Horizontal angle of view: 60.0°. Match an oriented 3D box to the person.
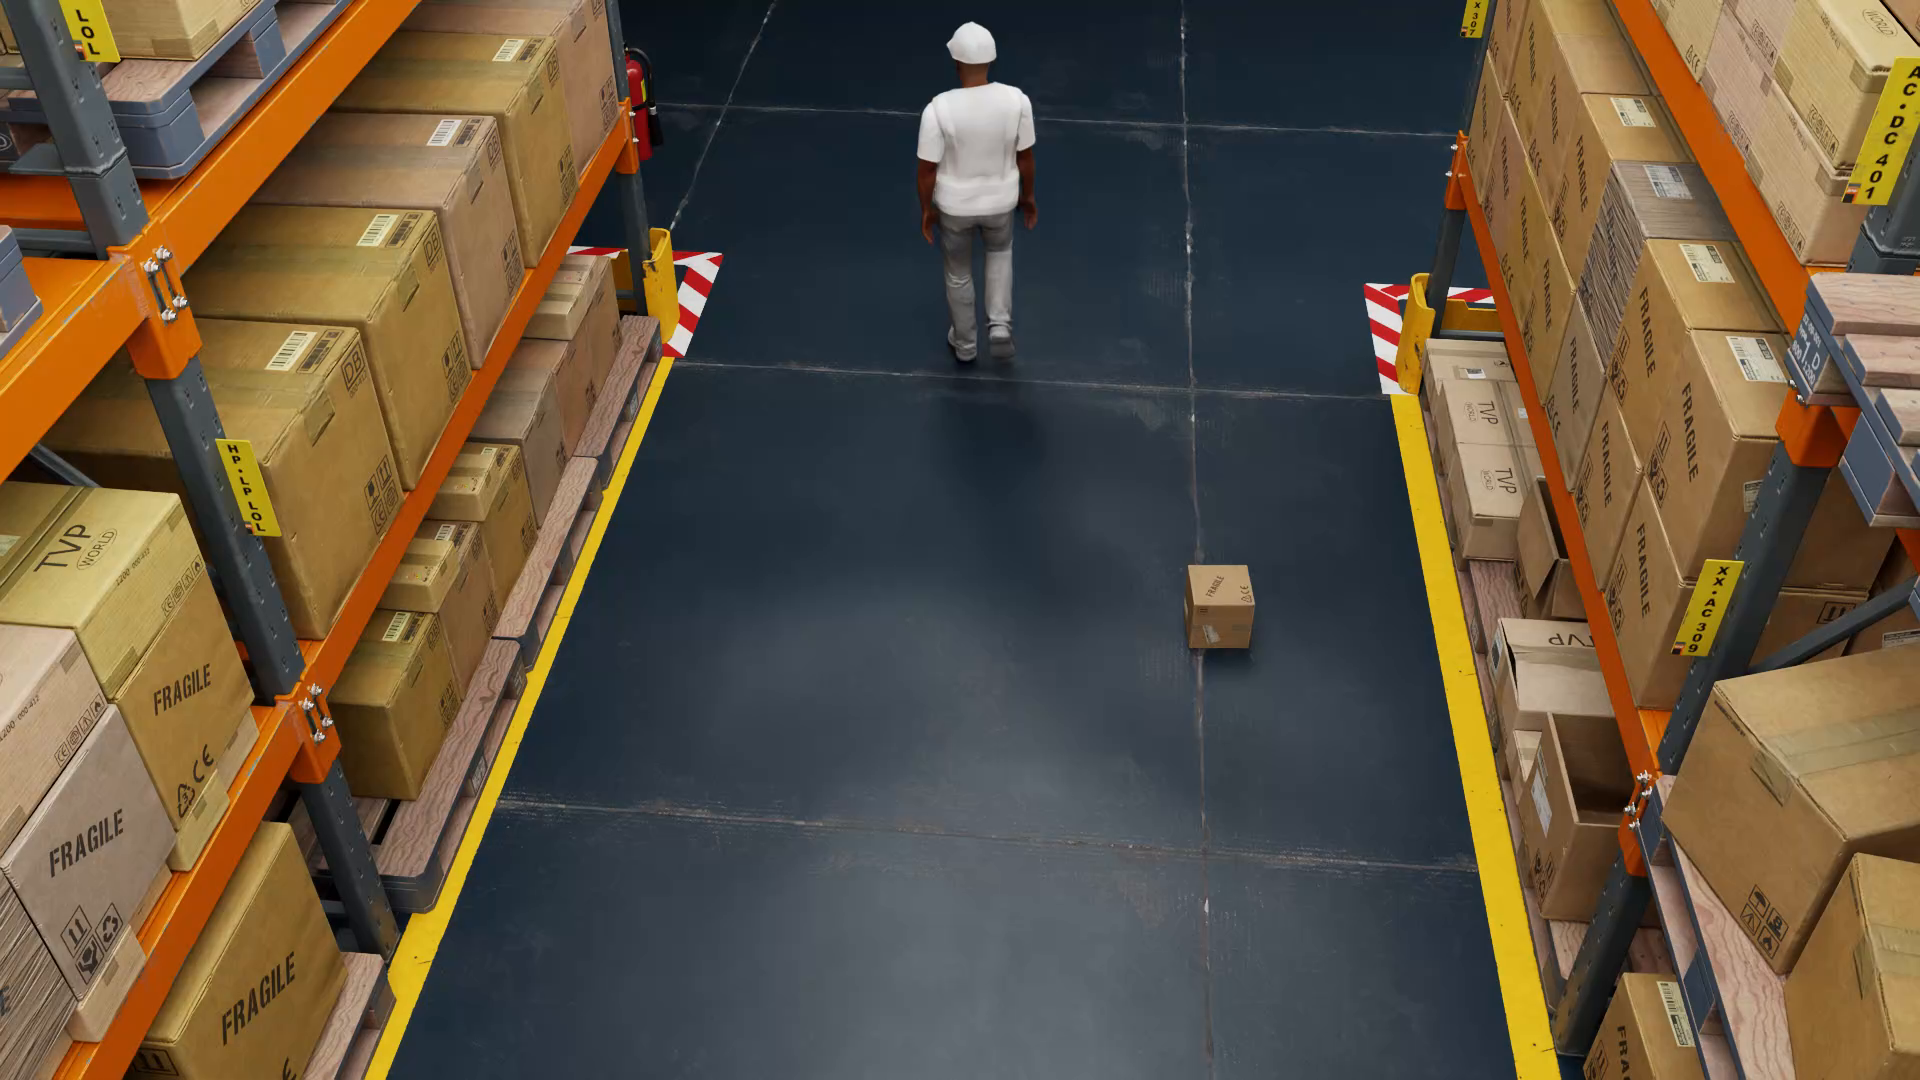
[{"bbox_3d":[0.086,-1.637,8.055,0.601,1.755,0.510,-7,40,-9],"label":"person"}]
